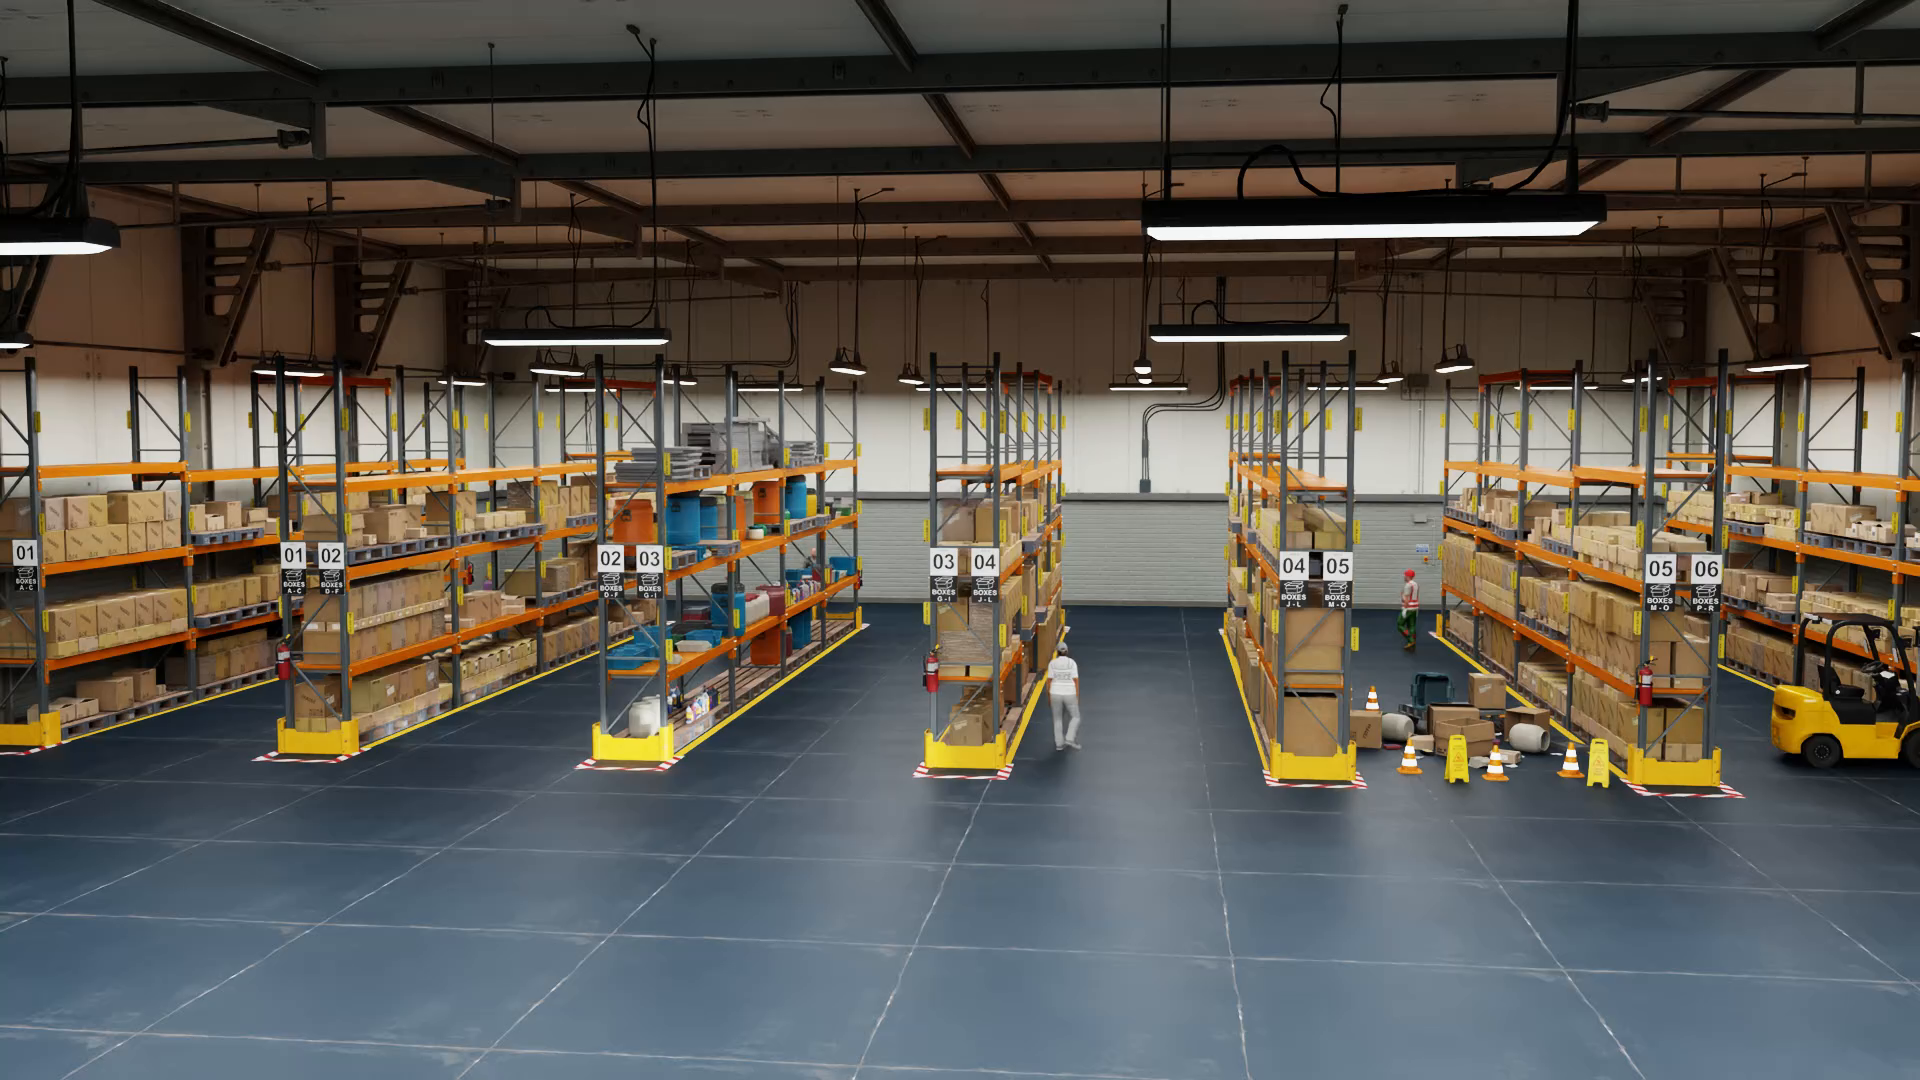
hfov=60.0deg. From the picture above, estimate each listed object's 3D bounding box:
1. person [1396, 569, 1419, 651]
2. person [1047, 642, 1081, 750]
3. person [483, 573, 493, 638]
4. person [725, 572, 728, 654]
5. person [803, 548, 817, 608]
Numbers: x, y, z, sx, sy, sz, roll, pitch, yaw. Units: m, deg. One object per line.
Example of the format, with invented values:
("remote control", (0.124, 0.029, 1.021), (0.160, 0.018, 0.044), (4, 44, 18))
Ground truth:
("person", (9.861, 1.537, 36.382), (0.472, 1.790, 0.603), (4, 6, 45))
("person", (1.583, 2.390, 25.318), (0.536, 1.660, 0.522), (1, 4, 9))
("person", (-10.775, 1.572, 38.036), (0.453, 1.488, 0.435), (4, 5, 42))
("person", (-4.975, 1.567, 35.925), (0.597, 1.756, 0.487), (0, 4, 6))
("person", (-3.858, 1.036, 43.984), (0.551, 1.653, 1.103), (-3, 5, -36))
